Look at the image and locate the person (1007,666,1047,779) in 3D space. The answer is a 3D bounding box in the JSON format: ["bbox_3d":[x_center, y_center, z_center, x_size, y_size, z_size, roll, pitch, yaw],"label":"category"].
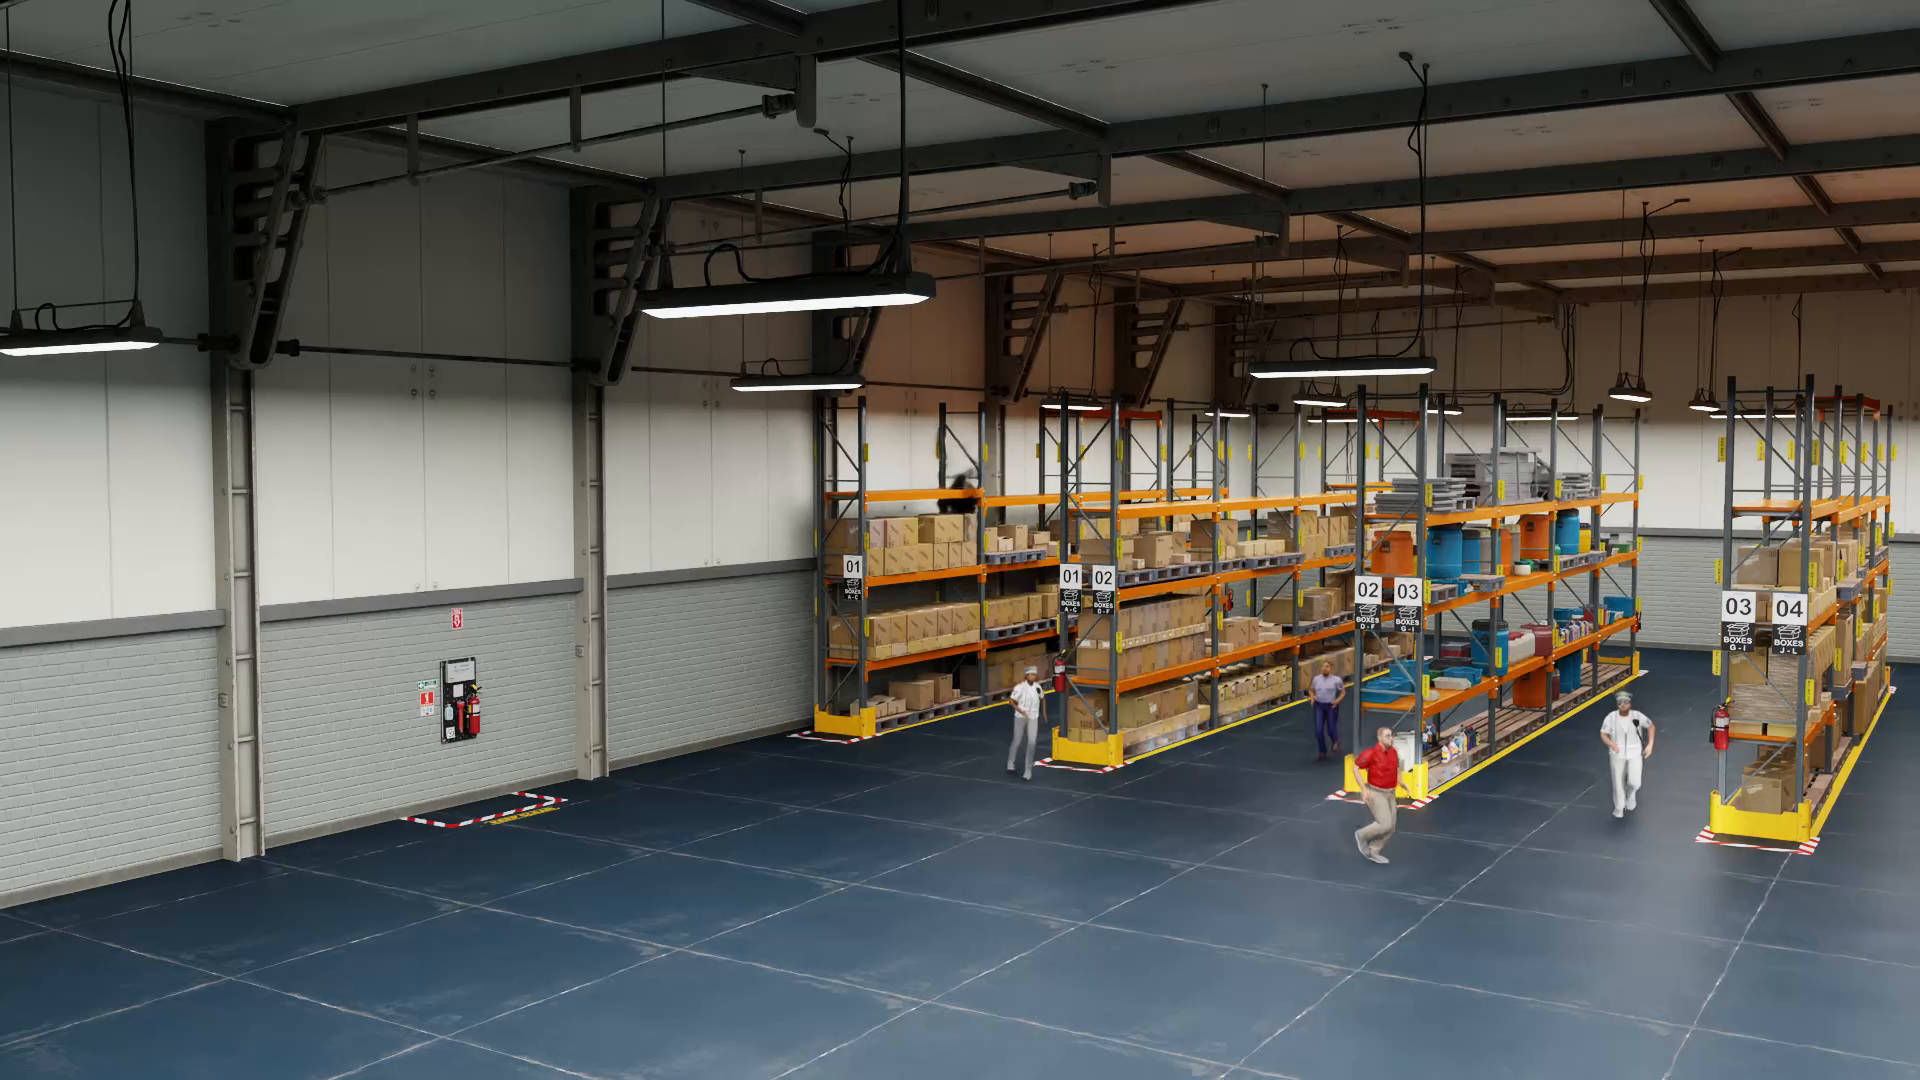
[{"bbox_3d":[1.072,2.806,25.853,0.624,1.698,0.772,-1,3,-11],"label":"person"}]

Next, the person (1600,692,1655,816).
[{"bbox_3d":[9.118,2.942,22.742,0.688,1.741,0.701,1,3,23],"label":"person"}]

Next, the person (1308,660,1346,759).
[{"bbox_3d":[6.004,2.776,27.282,0.605,1.586,0.579,1,3,23],"label":"person"}]

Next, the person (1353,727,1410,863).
[{"bbox_3d":[5.141,3.104,20.191,0.653,1.673,0.631,-2,4,-34],"label":"person"}]
